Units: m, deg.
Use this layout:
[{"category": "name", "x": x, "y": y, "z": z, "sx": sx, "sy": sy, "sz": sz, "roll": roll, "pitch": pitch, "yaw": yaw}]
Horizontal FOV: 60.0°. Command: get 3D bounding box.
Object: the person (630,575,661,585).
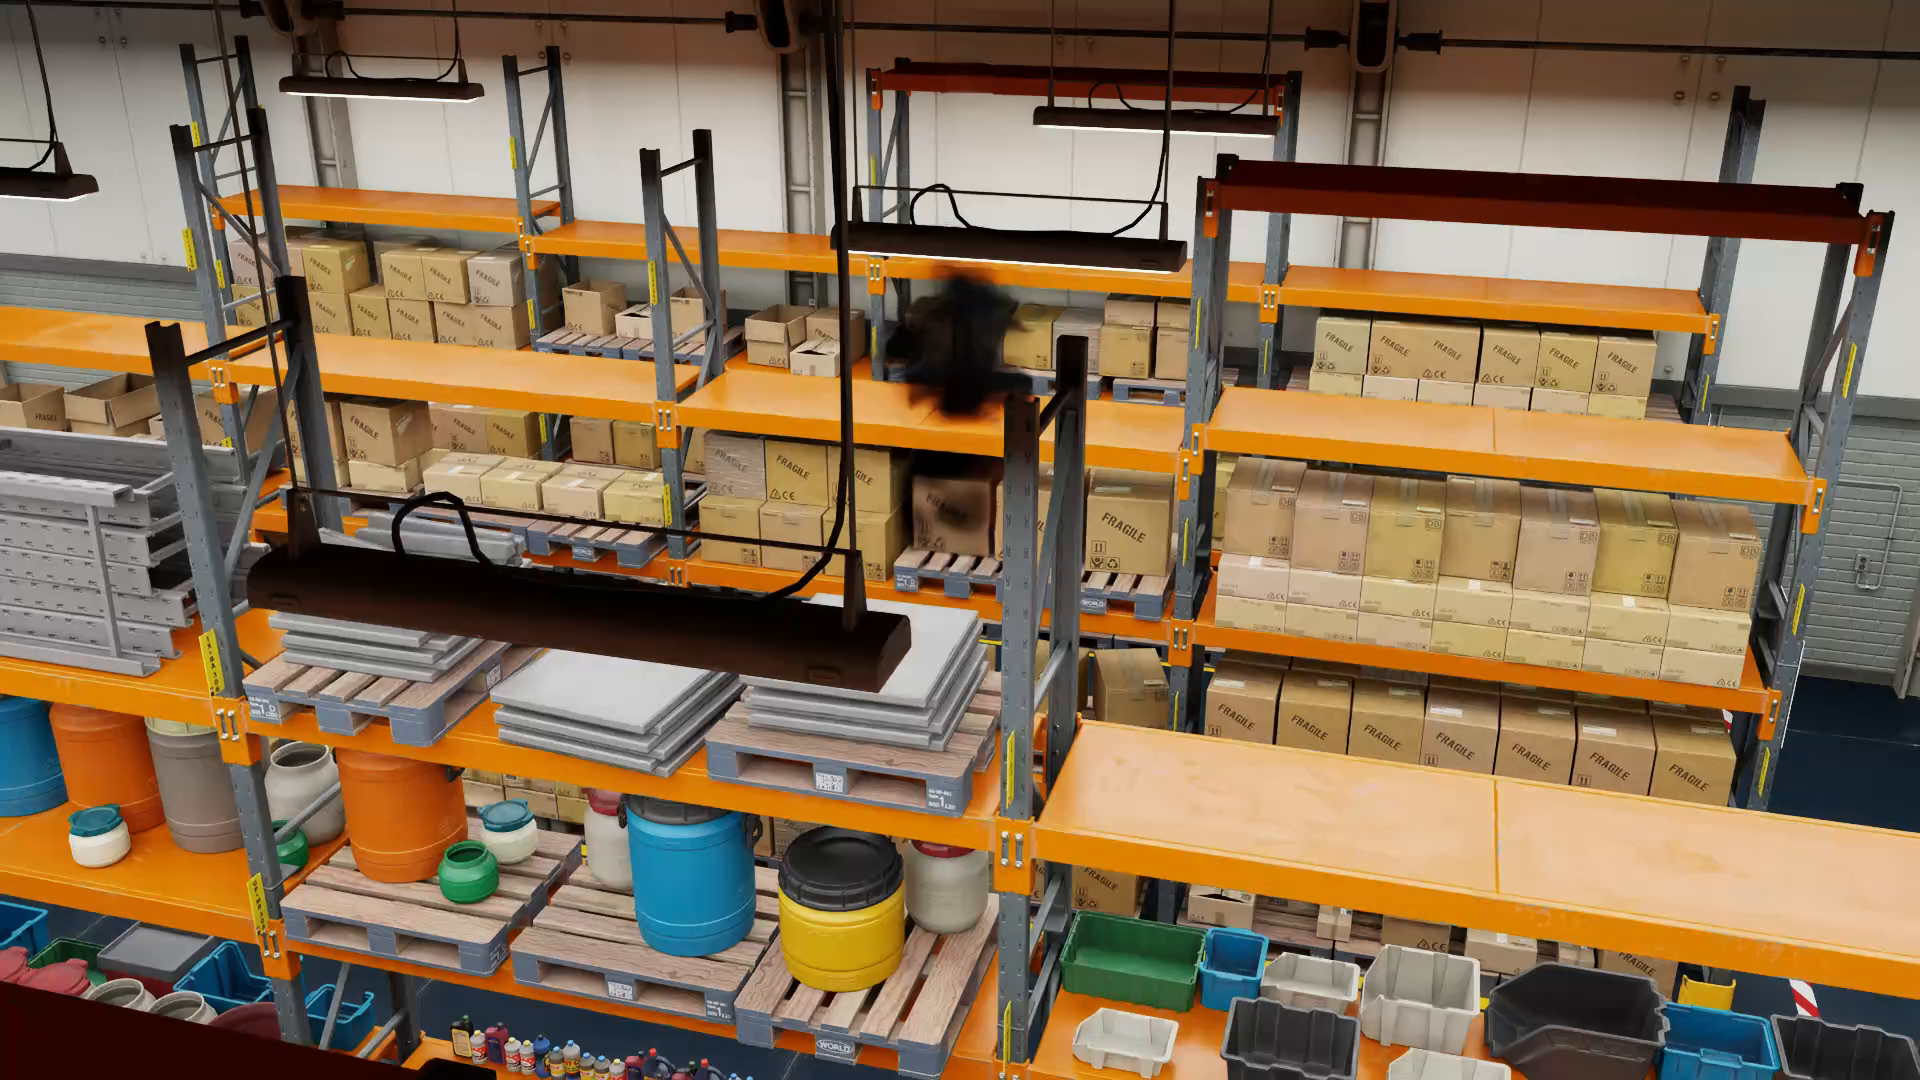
[{"category": "person", "x": -3.002, "y": 1.032, "z": 16.008, "sx": 0.886, "sy": 1.757, "sz": 0.698, "roll": 5, "pitch": 23, "yaw": 13}]
